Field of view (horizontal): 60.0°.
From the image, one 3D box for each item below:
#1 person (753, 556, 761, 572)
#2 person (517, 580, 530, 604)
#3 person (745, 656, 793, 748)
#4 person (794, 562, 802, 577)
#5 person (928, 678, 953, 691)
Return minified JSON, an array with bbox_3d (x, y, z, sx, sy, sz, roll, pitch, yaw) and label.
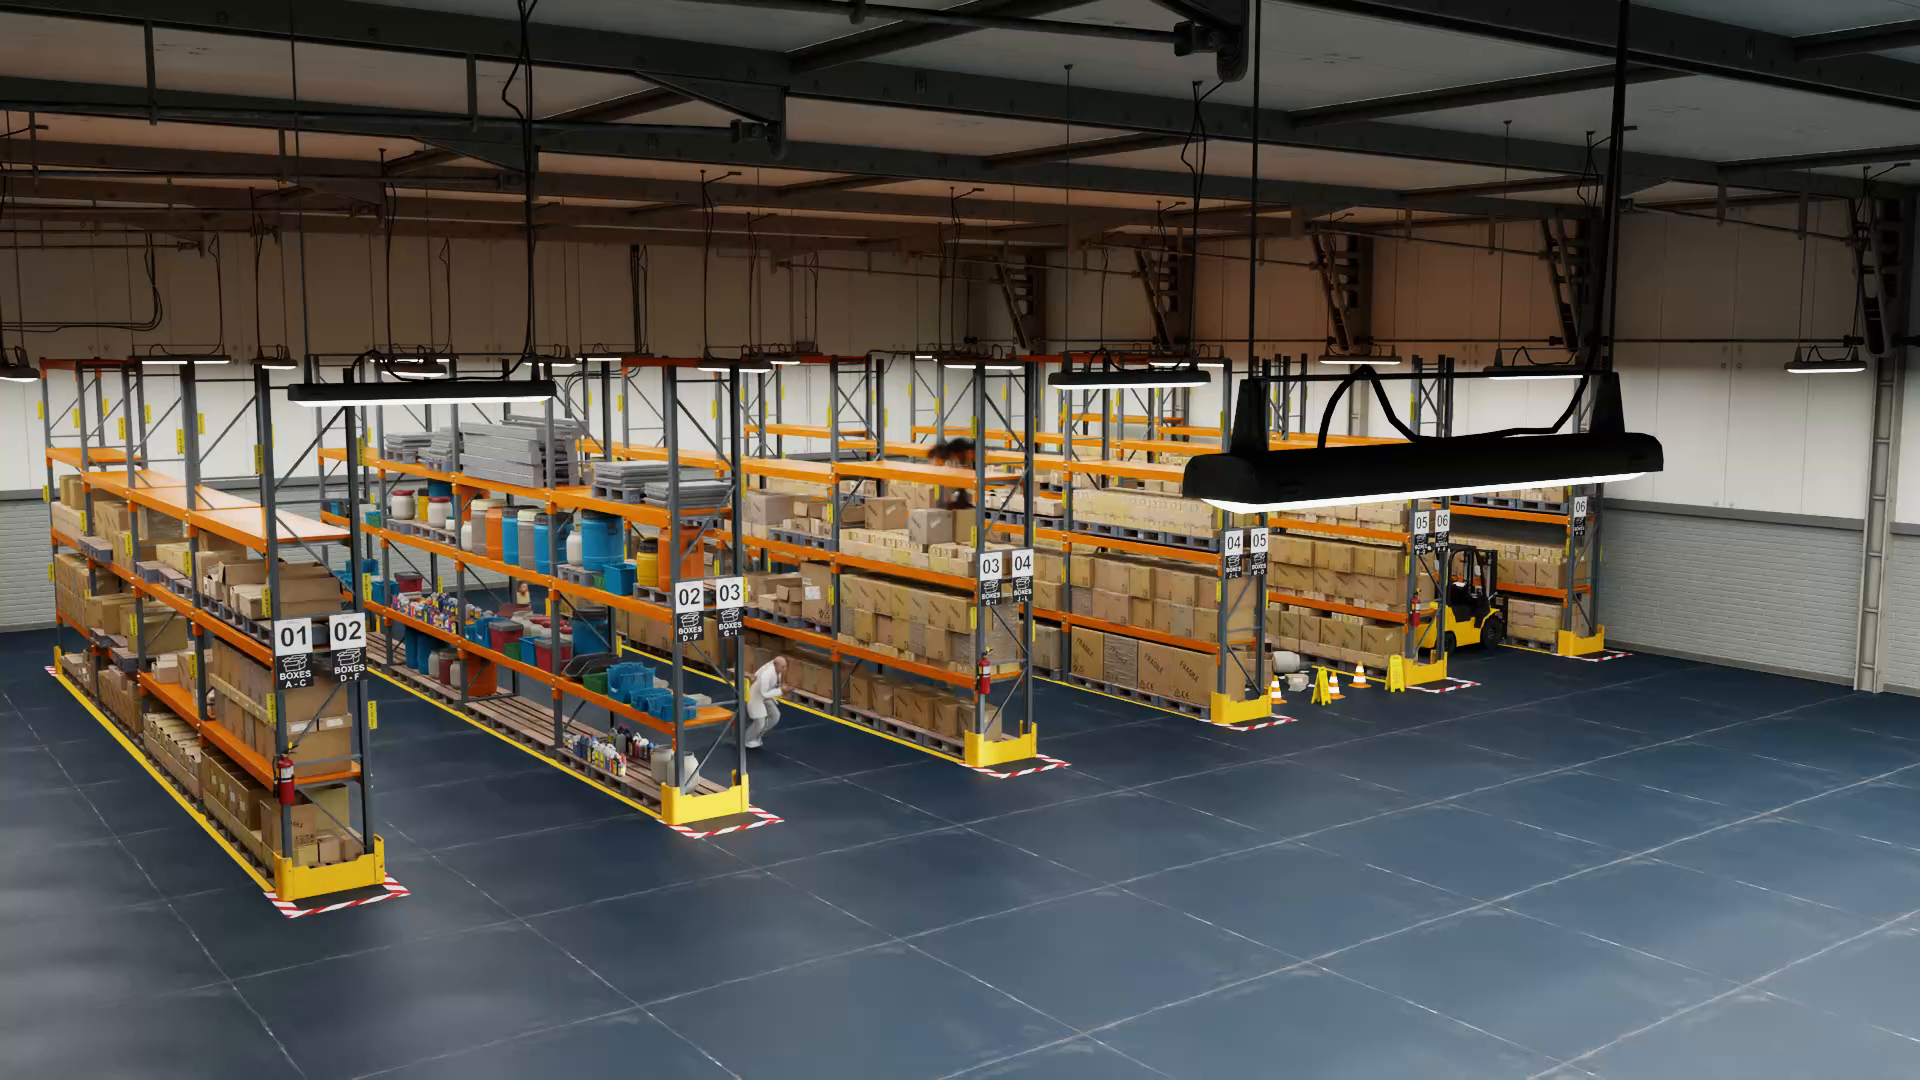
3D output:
[{"bbox_3d":[-4.955,0.489,41.588,0.870,1.773,0.674,-5,9,-38],"label":"person"},{"bbox_3d":[-8.692,1.590,32.829,0.935,1.639,0.586,6,9,41],"label":"person"},{"bbox_3d":[-2.990,2.500,25.679,1.018,1.500,0.729,3,7,20],"label":"person"},{"bbox_3d":[-3.447,1.252,35.955,0.550,1.579,0.800,-4,8,-33],"label":"person"},{"bbox_3d":[-0.201,1.871,29.835,0.726,1.718,0.830,-7,10,-44],"label":"person"}]
